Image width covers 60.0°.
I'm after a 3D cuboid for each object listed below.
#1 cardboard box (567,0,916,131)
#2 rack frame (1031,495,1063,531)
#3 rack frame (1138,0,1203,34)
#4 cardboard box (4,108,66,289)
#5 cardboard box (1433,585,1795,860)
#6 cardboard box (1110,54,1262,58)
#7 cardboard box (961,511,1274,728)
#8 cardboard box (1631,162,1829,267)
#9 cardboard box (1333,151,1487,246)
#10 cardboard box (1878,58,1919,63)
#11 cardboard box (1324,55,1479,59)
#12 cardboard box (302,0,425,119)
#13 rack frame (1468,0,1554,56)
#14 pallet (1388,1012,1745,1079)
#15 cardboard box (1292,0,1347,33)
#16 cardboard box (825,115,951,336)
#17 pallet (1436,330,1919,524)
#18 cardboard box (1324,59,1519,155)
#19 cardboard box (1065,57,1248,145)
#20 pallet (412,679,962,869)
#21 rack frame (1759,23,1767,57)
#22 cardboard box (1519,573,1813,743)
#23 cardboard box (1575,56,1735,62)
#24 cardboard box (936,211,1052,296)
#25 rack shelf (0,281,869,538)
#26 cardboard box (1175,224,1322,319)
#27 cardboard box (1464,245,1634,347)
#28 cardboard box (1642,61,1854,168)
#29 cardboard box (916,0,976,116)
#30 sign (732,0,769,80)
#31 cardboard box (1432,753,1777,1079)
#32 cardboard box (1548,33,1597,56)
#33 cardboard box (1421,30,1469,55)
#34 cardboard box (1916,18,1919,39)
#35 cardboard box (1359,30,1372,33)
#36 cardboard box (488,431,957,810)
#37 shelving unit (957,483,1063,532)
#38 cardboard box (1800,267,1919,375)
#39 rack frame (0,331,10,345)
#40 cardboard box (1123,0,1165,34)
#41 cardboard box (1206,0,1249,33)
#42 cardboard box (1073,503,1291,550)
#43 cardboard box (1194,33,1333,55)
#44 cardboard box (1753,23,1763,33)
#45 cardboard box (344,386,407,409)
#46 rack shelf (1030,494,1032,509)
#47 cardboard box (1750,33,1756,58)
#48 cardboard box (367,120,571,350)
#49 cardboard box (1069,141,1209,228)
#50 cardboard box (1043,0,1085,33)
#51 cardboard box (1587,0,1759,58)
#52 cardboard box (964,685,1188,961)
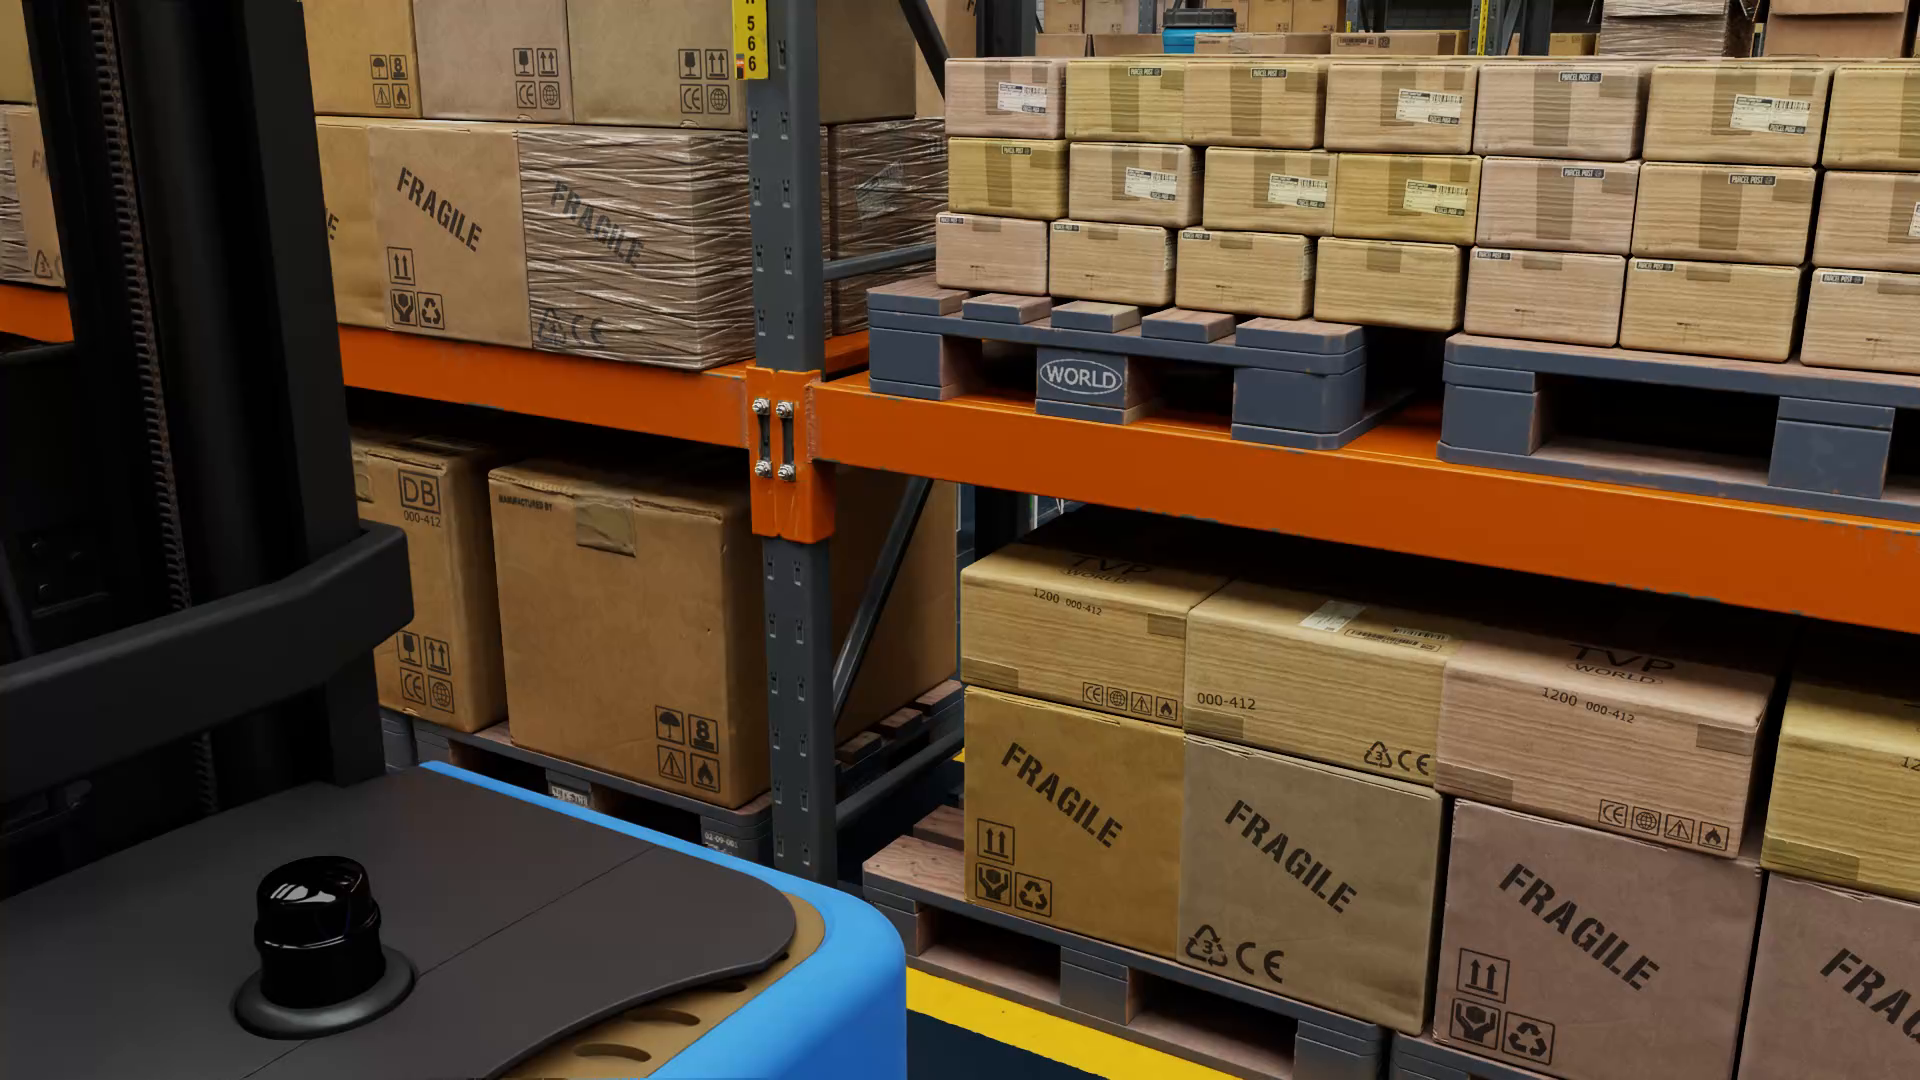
[{"bbox_3d":[-0.501,-1.248,3.936,0.500,0.500,0.700,10,20,30],"label":"cardboard box"},{"bbox_3d":[0.349,-0.512,6.502,0.015,1.200,0.240,10,20,30],"label":"rack frame"},{"bbox_3d":[1.742,-3.699,13.897,0.127,3.000,1.000,10,20,30],"label":"rack frame"},{"bbox_3d":[-2.369,-1.007,4.864,0.500,0.500,0.500,10,20,30],"label":"cardboard box"},{"bbox_3d":[1.185,0.306,3.001,0.500,0.250,0.500,10,20,30],"label":"cardboard box"},{"bbox_3d":[0.534,-1.055,3.880,0.250,0.149,0.380,9,19,28],"label":"cardboard box"},{"bbox_3d":[0.337,0.150,3.513,0.500,0.250,0.500,9,19,28],"label":"cardboard box"},{"bbox_3d":[1.281,-0.555,2.745,0.250,0.149,0.380,10,20,30],"label":"cardboard box"},{"bbox_3d":[0.860,-0.632,2.998,0.250,0.149,0.380,10,20,30],"label":"cardboard box"},{"bbox_3d":[1.856,-0.818,3.100,0.250,0.149,0.380,11,20,32],"label":"cardboard box"},{"bbox_3d":[0.970,-0.977,3.621,0.250,0.149,0.380,11,20,32],"label":"cardboard box"},{"bbox_3d":[-1.371,-1.402,4.443,0.500,0.500,0.700,10,19,29],"label":"cardboard box"},{"bbox_3d":[2.558,-1.864,7.856,0.127,3.000,1.000,10,20,30],"label":"rack frame"},{"bbox_3d":[1.577,0.989,3.264,1.213,0.211,1.003,10,20,30],"label":"pallet"},{"bbox_3d":[3.956,-5.660,17.948,0.500,0.500,0.700,10,20,30],"label":"cardboard box"},{"bbox_3d":[-0.365,-0.834,4.293,0.500,0.500,0.500,10,20,31],"label":"cardboard box"},{"bbox_3d":[1.585,-0.268,2.933,1.213,0.211,1.003,10,20,30],"label":"pallet"},{"bbox_3d":[0.831,-0.779,2.970,0.250,0.149,0.380,9,19,28],"label":"cardboard box"},{"bbox_3d":[0.399,-0.858,3.230,0.250,0.149,0.380,10,19,29],"label":"cardboard box"},{"bbox_3d":[-0.756,0.545,4.724,1.213,0.211,1.003,10,20,30],"label":"pallet"},{"bbox_3d":[7.746,-4.317,15.931,0.127,3.000,1.000,10,20,30],"label":"rack frame"},{"bbox_3d":[1.457,0.180,3.416,0.500,0.250,0.500,11,20,31],"label":"cardboard box"},{"bbox_3d":[1.402,-0.899,3.365,0.250,0.149,0.380,10,20,30],"label":"cardboard box"},{"bbox_3d":[0.152,-0.613,3.450,0.250,0.149,0.380,10,19,29],"label":"cardboard box"},{"bbox_3d":[-1.828,-0.611,4.969,4.000,0.370,1.077,10,20,30],"label":"rack shelf"},{"bbox_3d":[0.611,-0.532,3.180,0.250,0.149,0.380,11,20,33],"label":"cardboard box"},{"bbox_3d":[1.070,-0.451,2.915,0.250,0.149,0.380,11,20,32],"label":"cardboard box"},{"bbox_3d":[1.290,-0.698,2.705,0.250,0.149,0.380,11,20,32],"label":"cardboard box"},{"bbox_3d":[-0.246,-2.805,9.199,1.000,1.000,1.000,10,20,30],"label":"cardboard box"},{"bbox_3d":[-0.411,-1.067,3.240,0.005,0.325,0.100,10,20,30],"label":"sign"},{"bbox_3d":[1.216,0.668,3.101,0.500,0.500,0.500,10,19,29],"label":"cardboard box"},{"bbox_3d":[7.815,-6.238,21.328,0.500,0.500,0.700,13,21,36],"label":"cardboard box"},{"bbox_3d":[6.362,-6.445,21.870,0.500,0.500,0.500,10,20,30],"label":"cardboard box"},{"bbox_3d":[11.046,-5.888,19.096,0.500,0.250,0.500,10,19,29],"label":"cardboard box"},{"bbox_3d":[5.510,-6.598,22.376,0.500,0.500,0.500,9,19,28],"label":"cardboard box"},{"bbox_3d":[-0.595,0.110,4.507,0.750,0.750,1.050,10,19,29],"label":"cardboard box"},{"bbox_3d":[0.141,-0.549,6.624,0.503,1.200,0.258,10,20,30],"label":"shelving unit"},{"bbox_3d":[1.504,-0.372,2.656,0.250,0.149,0.380,9,19,28],"label":"cardboard box"},{"bbox_3d":[-3.532,-1.259,5.866,0.127,3.000,1.000,10,20,30],"label":"rack frame"},{"bbox_3d":[2.246,-5.965,18.953,0.500,0.500,0.700,10,20,30],"label":"cardboard box"},{"bbox_3d":[3.098,-5.813,18.452,0.500,0.500,0.700,10,20,30],"label":"cardboard box"},{"bbox_3d":[0.596,0.025,3.927,0.500,0.250,0.500,10,19,29],"label":"cardboard box"},{"bbox_3d":[1.549,-2.245,8.216,0.500,0.500,0.700,14,22,38],"label":"cardboard box"},{"bbox_3d":[9.744,-6.203,20.097,0.250,0.149,0.380,7,18,21],"label":"cardboard box"},{"bbox_3d":[-2.136,-0.164,5.408,0.750,0.750,1.050,10,20,30],"label":"cardboard box"},{"bbox_3d":[0.141,-0.258,6.712,0.480,0.148,0.258,10,20,30],"label":"rack shelf"},{"bbox_3d":[9.439,-5.950,20.379,0.500,0.500,0.700,8,19,25],"label":"cardboard box"},{"bbox_3d":[-1.072,-0.777,4.106,0.500,0.500,0.500,10,20,30],"label":"cardboard box"},{"bbox_3d":[0.416,-0.710,3.255,0.250,0.149,0.380,11,20,33],"label":"cardboard box"},{"bbox_3d":[1.365,-6.120,19.463,0.500,0.500,0.700,10,20,30],"label":"cardboard box"},{"bbox_3d":[3.173,-2.276,7.316,0.637,0.503,0.797,11,20,32],"label":"cardboard box"},{"bbox_3d":[0.346,0.515,3.603,0.500,0.500,0.500,9,19,28],"label":"cardboard box"}]
